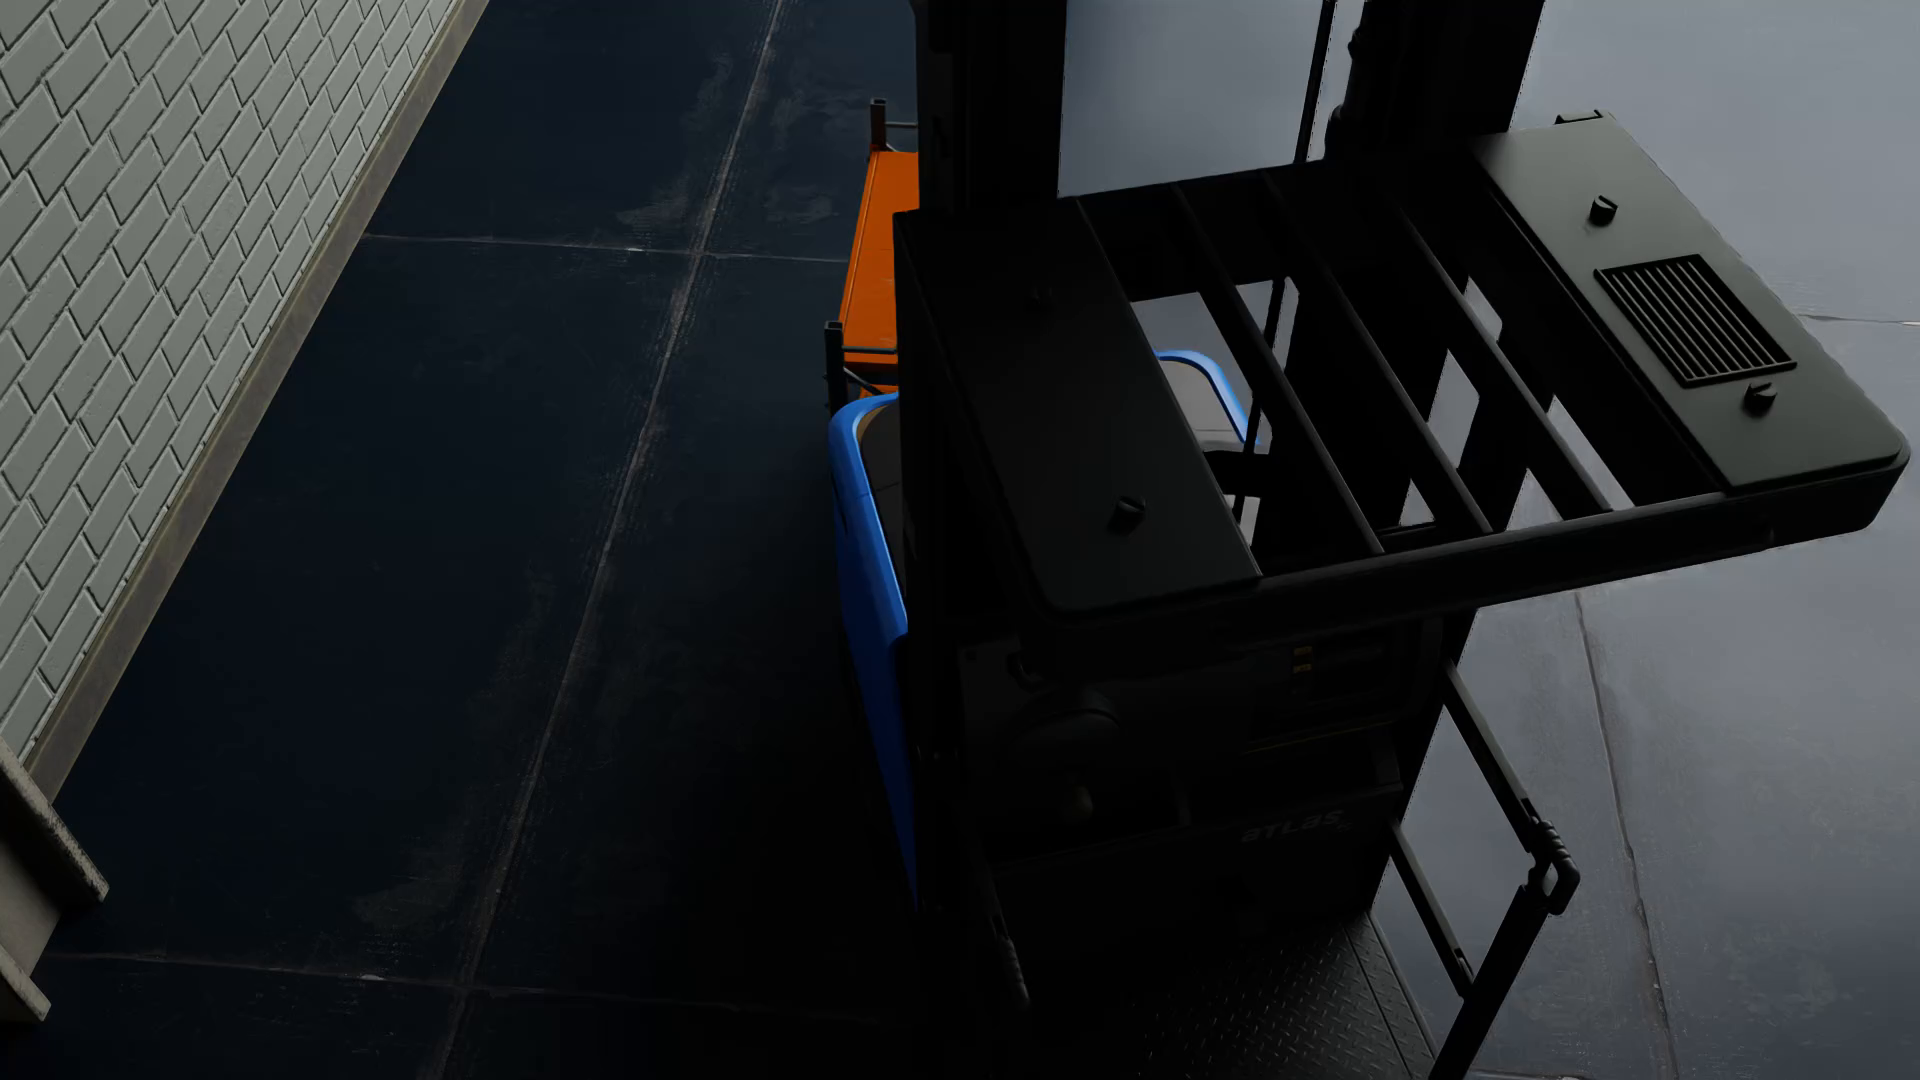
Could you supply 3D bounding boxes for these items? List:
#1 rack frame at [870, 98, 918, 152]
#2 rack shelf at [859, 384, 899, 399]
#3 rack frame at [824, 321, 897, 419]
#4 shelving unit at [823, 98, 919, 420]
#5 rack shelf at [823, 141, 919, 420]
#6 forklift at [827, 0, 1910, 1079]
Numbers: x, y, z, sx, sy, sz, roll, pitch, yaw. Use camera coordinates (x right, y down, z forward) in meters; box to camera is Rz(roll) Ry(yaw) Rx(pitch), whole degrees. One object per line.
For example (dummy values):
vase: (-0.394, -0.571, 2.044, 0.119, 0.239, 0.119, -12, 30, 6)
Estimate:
rack frame: (-0.014, -0.901, 5.312, 0.500, 1.125, 0.032, 3, 48, 3)
rack shelf: (-0.054, -0.362, 5.150, 0.538, 0.278, 1.000, 3, 48, 3)
rack frame: (-0.094, -0.153, 4.628, 0.500, 1.125, 0.032, 3, 48, 3)
shelving unit: (-0.054, -0.527, 4.970, 0.538, 1.125, 1.048, 3, 48, 3)
rack shelf: (-0.054, -0.725, 4.754, 0.538, 0.278, 1.000, 3, 48, 3)
forklift: (0.505, 0.367, 2.928, 1.130, 2.935, 3.031, -10, 48, -9)
